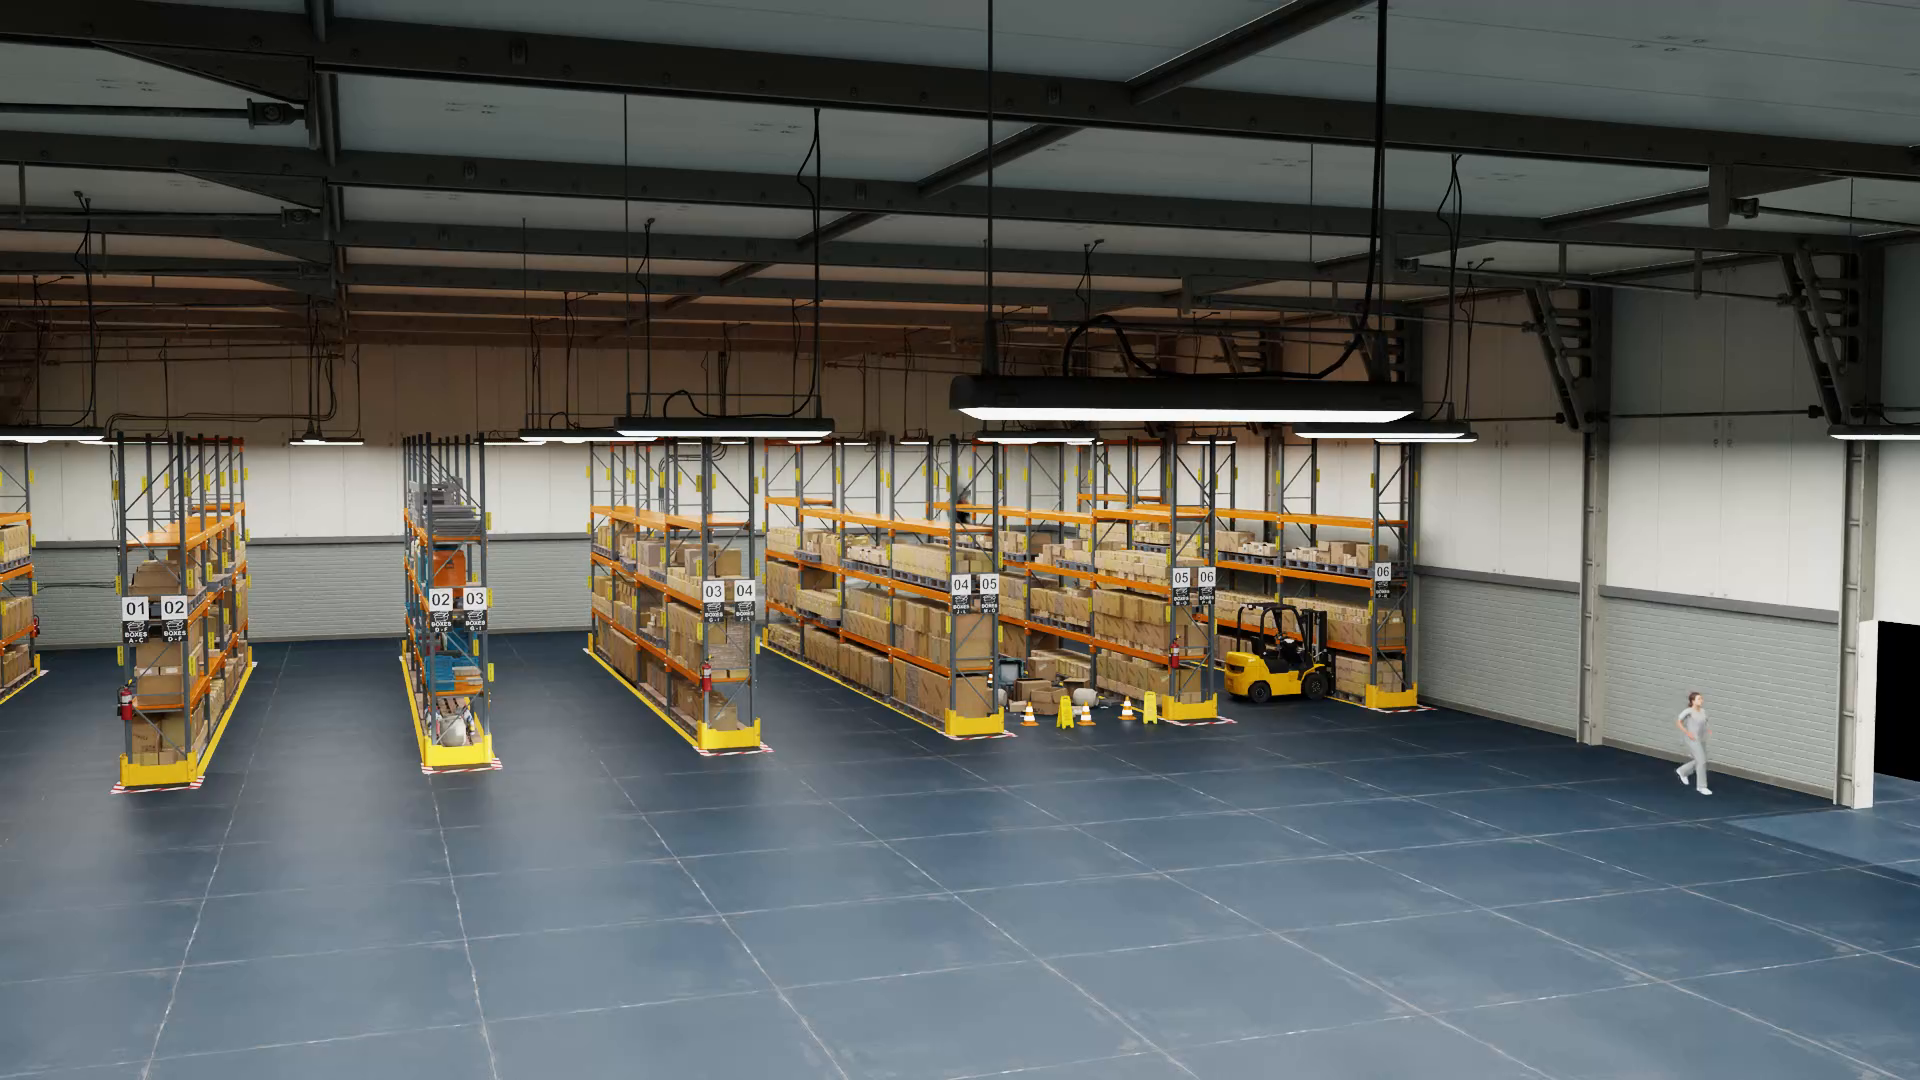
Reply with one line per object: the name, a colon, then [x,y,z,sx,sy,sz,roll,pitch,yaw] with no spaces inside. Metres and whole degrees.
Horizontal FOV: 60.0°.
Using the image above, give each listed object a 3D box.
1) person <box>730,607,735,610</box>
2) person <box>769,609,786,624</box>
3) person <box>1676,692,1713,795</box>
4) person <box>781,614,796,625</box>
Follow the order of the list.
person: [-6.599,2.309,47.103,0.596,1.596,0.584,-1,3,-11]
person: [-5.412,2.191,49.757,0.567,1.567,0.713,1,3,10]
person: [12.212,3.357,27.688,0.574,1.663,0.769,-2,4,-26]
person: [-5.033,2.104,49.792,0.652,1.796,0.660,-1,3,-20]
